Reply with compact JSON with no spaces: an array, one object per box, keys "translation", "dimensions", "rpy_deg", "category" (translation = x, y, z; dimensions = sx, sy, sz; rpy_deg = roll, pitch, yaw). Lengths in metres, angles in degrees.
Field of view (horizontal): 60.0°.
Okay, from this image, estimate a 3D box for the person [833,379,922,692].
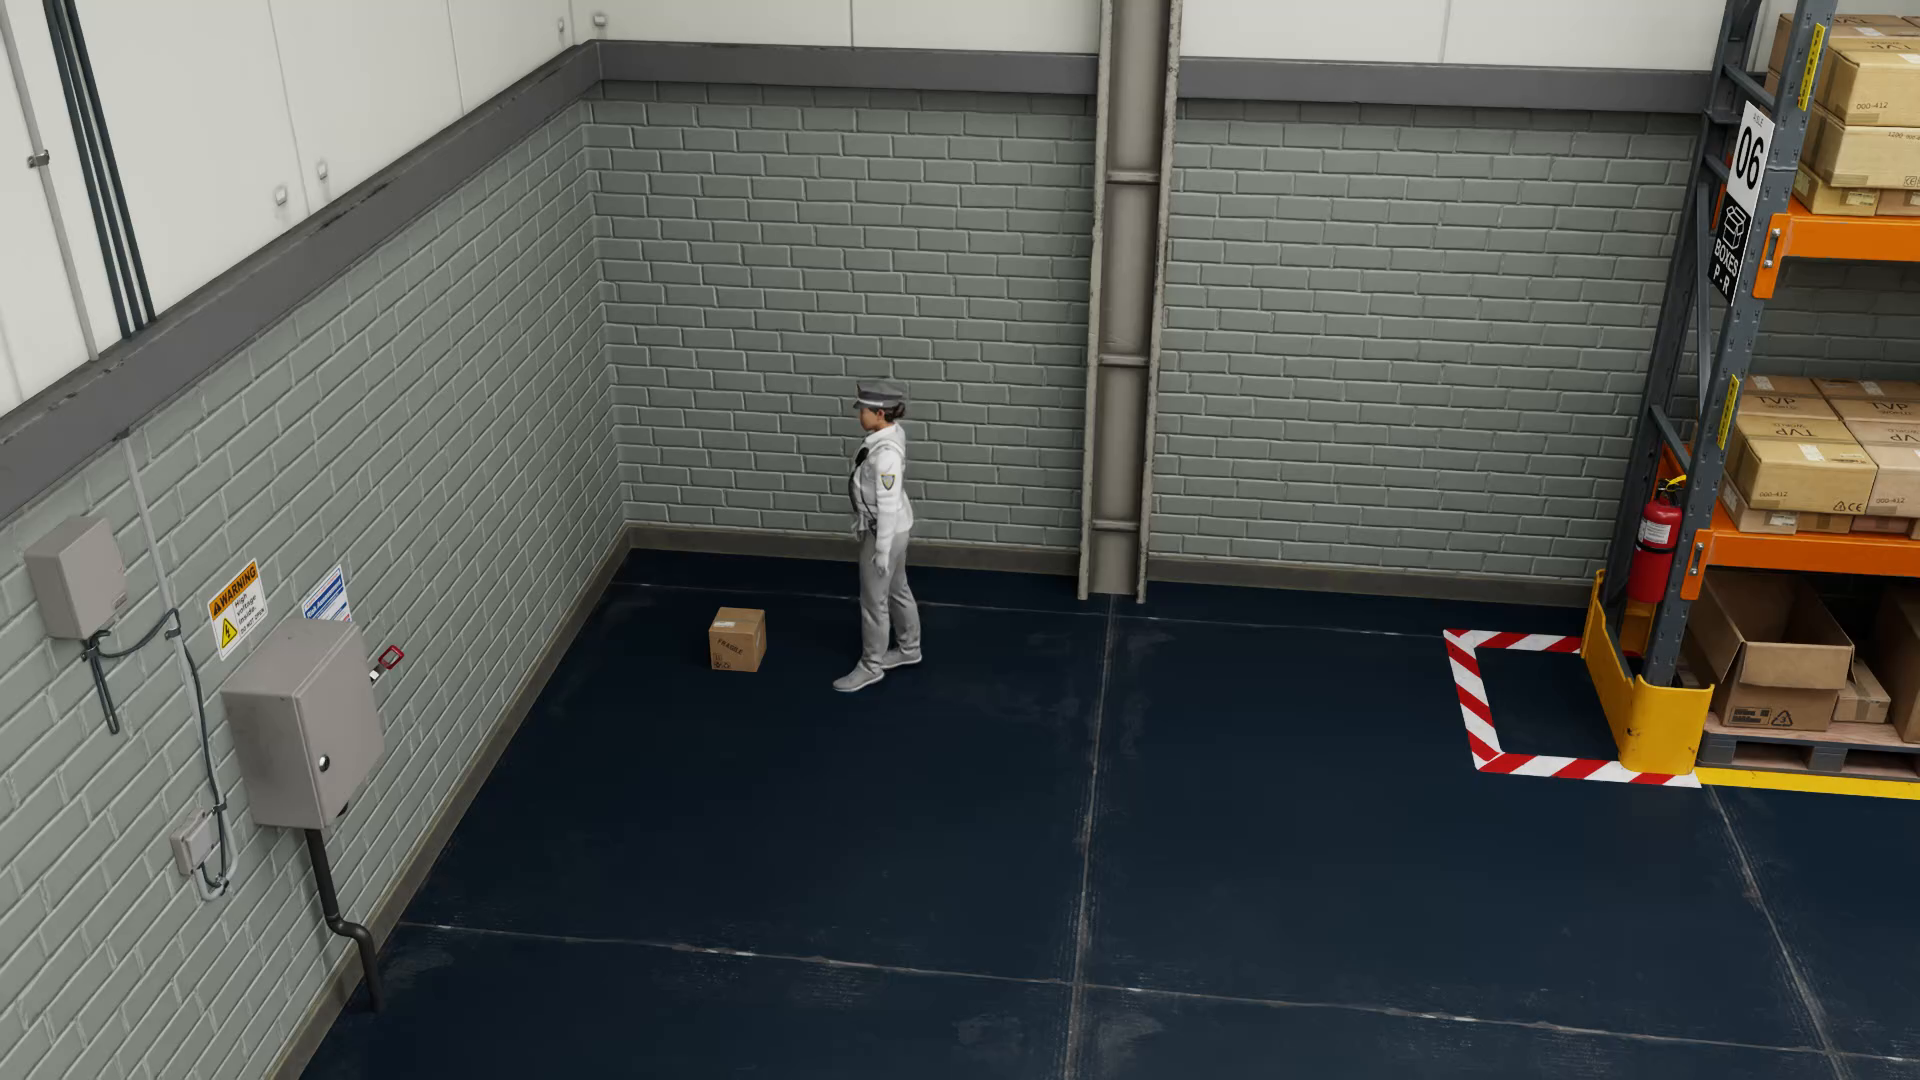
[{"translation":[-0.446,-0.026,8.663],"dimensions":[0.480,1.697,0.508],"rpy_deg":[0,29,-1],"category":"person"}]
